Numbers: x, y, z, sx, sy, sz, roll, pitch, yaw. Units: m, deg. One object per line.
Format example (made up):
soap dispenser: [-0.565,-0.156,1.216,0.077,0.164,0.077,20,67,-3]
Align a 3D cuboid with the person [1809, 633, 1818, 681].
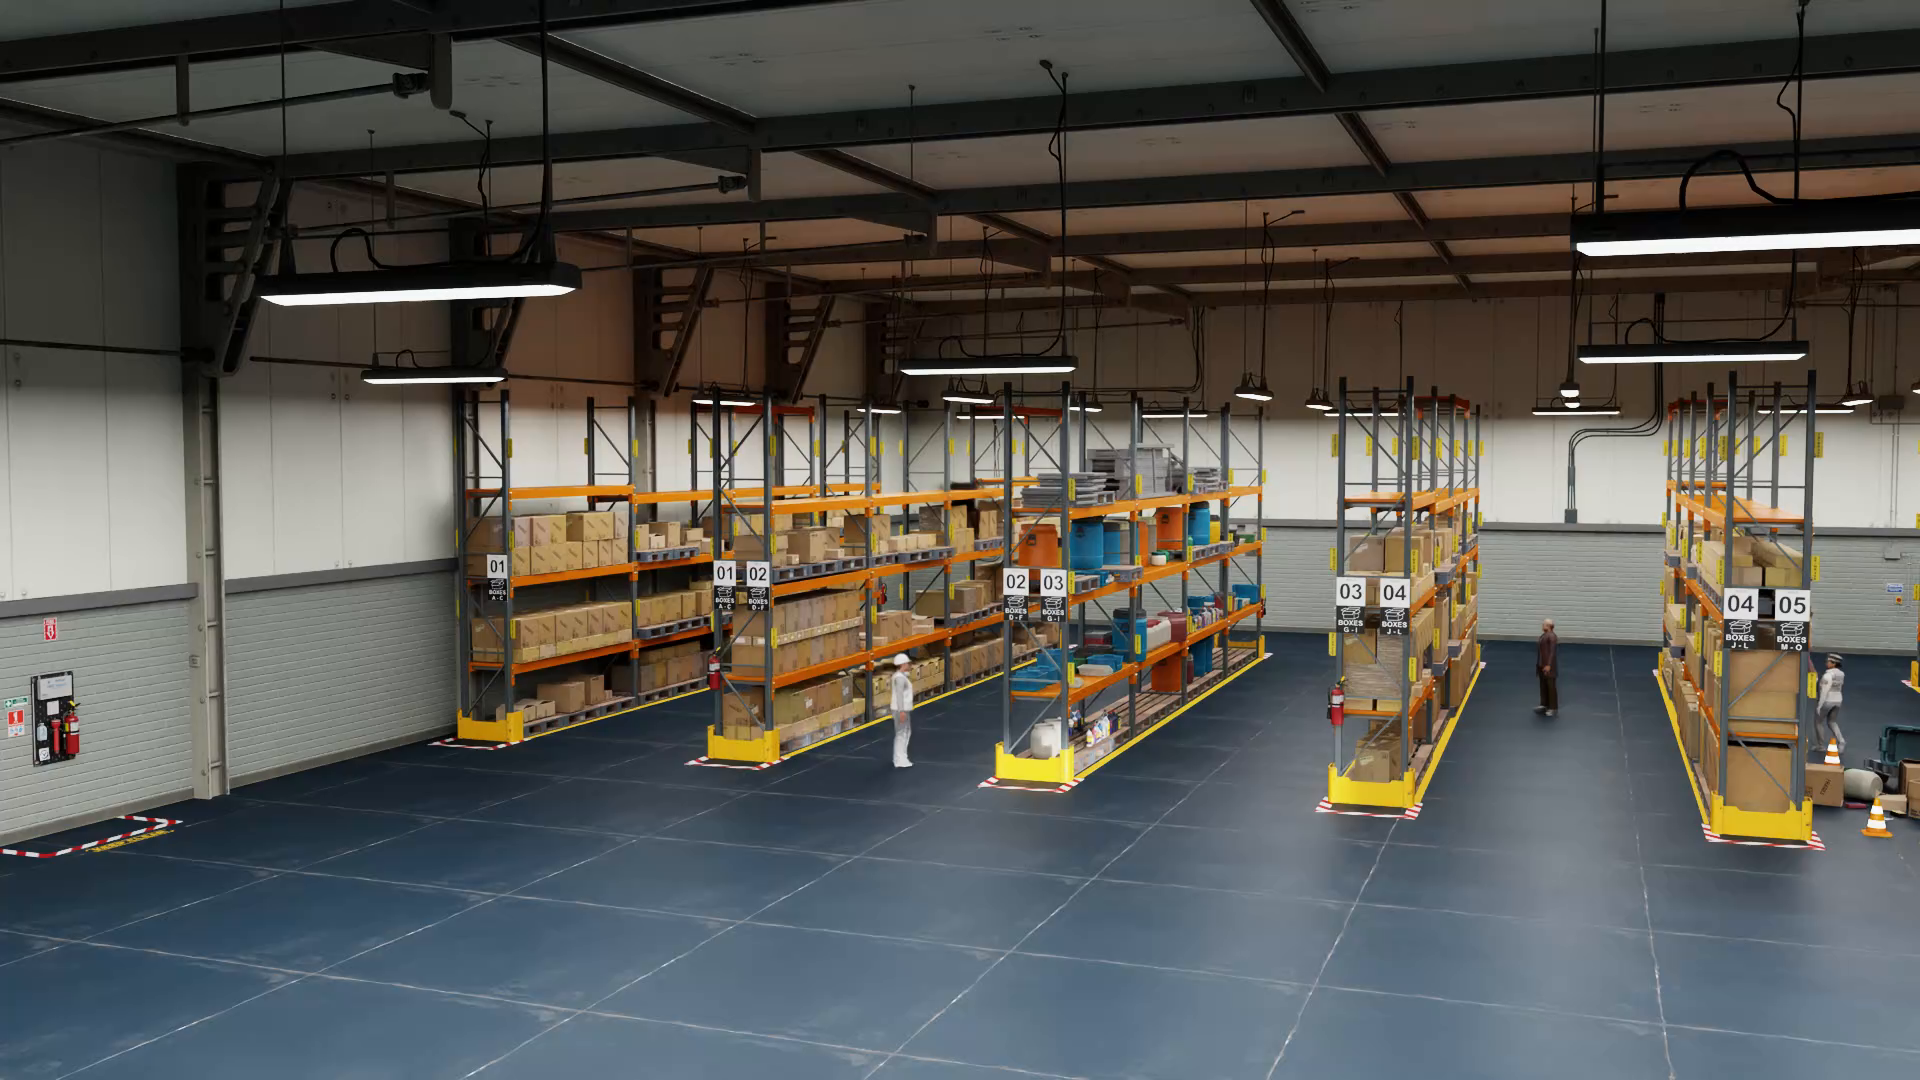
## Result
person: [17.975,2.195,35.700,0.564,1.617,0.983,-2,4,-32]

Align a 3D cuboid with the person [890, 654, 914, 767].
person: [-0.904,2.699,26.193,0.393,1.817,0.617,0,3,-3]

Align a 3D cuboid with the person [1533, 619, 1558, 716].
person: [11.108,2.397,31.436,0.411,1.823,0.593,-1,3,-14]

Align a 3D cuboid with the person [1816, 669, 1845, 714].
person: [14.286,2.479,27.353,0.501,0.750,0.395,-1,3,-13]
